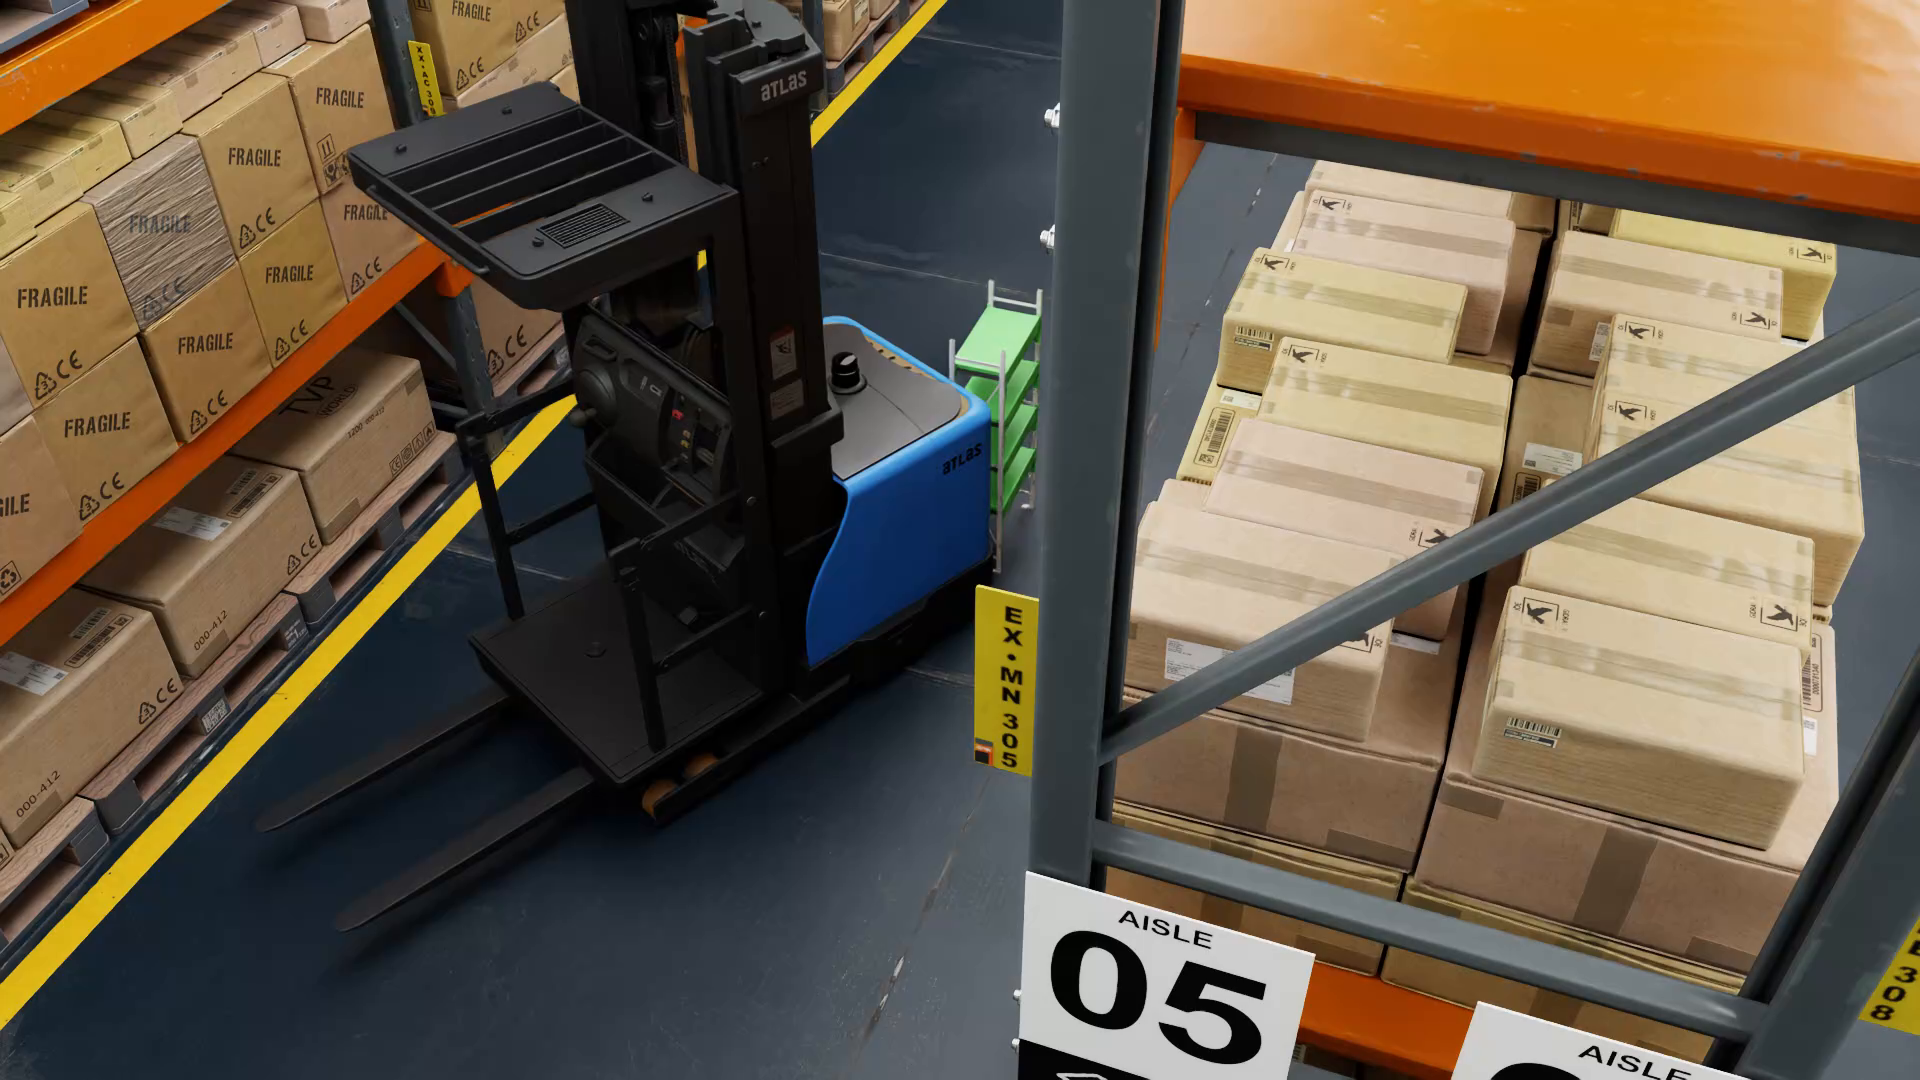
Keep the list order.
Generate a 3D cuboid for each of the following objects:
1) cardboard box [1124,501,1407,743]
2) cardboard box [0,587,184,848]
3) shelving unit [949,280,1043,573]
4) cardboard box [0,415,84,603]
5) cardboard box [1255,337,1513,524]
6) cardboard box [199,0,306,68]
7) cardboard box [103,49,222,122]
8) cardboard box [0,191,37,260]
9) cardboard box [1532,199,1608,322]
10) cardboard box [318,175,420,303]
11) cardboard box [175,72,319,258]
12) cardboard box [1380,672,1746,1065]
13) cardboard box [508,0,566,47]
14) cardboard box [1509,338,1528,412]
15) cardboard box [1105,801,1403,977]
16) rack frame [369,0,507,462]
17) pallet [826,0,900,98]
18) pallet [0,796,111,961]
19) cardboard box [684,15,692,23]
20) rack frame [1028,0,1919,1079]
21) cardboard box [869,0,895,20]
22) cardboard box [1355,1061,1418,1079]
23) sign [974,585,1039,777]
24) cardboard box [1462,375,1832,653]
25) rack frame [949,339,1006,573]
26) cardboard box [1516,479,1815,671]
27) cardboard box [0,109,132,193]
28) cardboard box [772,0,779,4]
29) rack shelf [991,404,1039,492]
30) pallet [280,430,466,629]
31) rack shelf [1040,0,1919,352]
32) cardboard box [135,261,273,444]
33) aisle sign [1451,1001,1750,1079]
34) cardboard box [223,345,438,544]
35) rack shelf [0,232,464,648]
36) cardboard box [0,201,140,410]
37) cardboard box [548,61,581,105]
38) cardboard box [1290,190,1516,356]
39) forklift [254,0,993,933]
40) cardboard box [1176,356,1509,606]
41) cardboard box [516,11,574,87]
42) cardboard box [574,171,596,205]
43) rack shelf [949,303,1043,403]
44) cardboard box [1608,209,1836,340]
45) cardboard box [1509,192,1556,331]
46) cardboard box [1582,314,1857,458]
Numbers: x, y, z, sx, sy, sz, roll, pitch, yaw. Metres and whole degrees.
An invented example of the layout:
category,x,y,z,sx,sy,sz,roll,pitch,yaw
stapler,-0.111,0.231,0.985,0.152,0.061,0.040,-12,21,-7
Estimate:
category,x,y,z,sx,sy,sz,roll,pitch,yaw
cardboard box,0.419,0.111,2.375,0.380,0.149,0.250,13,42,15
cardboard box,-3.668,0.598,6.342,0.875,0.438,0.875,14,43,16
shelving unit,0.155,-0.484,7.347,0.258,1.200,0.503,13,42,15
cardboard box,-3.333,-0.120,5.457,0.500,0.500,0.500,13,42,15
cardboard box,0.683,-0.175,2.709,0.380,0.149,0.250,12,42,14
cardboard box,-2.735,-1.942,6.322,0.380,0.149,0.250,14,43,16
cardboard box,-2.899,-1.634,5.960,0.380,0.149,0.250,13,42,15
cardboard box,-3.153,-0.989,5.205,0.380,0.149,0.250,12,42,14
cardboard box,1.509,-0.613,3.530,0.500,0.250,0.500,12,42,13
cardboard box,-2.655,-1.370,6.922,0.500,0.500,0.500,14,42,15
cardboard box,-2.820,-1.434,6.226,0.500,0.500,0.500,13,42,14
cardboard box,0.976,0.504,2.607,0.500,0.250,0.500,15,43,17
cardboard box,-2.168,-2.611,7.606,0.500,0.500,0.500,13,42,15
cardboard box,1.324,-0.134,3.354,0.500,0.250,0.500,12,42,14
cardboard box,0.489,0.384,2.746,0.500,0.250,0.500,12,42,14
rack frame,-2.737,-1.672,7.352,1.000,3.000,0.127,13,42,15
pallet,-1.100,-3.527,11.675,1.003,0.211,1.213,13,42,15
pallet,-3.904,1.323,5.990,1.003,0.211,1.213,13,42,15
cardboard box,-1.645,-3.070,9.106,0.500,0.250,0.500,13,42,15
rack frame,0.582,-0.478,1.330,1.000,3.000,0.127,13,42,15
cardboard box,-0.921,-4.066,11.859,0.950,0.372,0.625,13,42,14
cardboard box,0.985,1.058,3.076,0.500,0.500,0.500,13,42,15
sign,0.067,0.191,2.175,0.100,0.325,0.005,13,42,15
cardboard box,1.154,0.002,2.810,0.500,0.250,0.500,13,42,15
rack frame,0.072,-0.336,7.172,0.240,1.200,0.015,13,42,15
cardboard box,1.010,0.080,2.411,0.380,0.149,0.250,15,43,17
cardboard box,-3.039,-1.313,5.584,0.380,0.149,0.250,12,42,14
cardboard box,-1.683,-3.060,10.293,0.875,0.875,0.875,13,42,15
rack shelf,0.155,-0.436,7.388,0.258,0.148,0.480,13,42,15
pallet,-3.070,-0.165,7.734,1.003,0.211,1.213,13,42,15
rack shelf,1.266,-1.422,2.994,1.077,0.370,4.000,13,42,15
cardboard box,-2.984,-0.746,6.189,0.500,0.500,0.500,13,42,14
aisle sign,0.839,0.927,2.303,0.394,0.787,0.004,13,42,15
cardboard box,-3.052,-0.498,7.627,0.875,0.438,0.875,13,42,14
rack shelf,-3.420,-0.179,6.156,1.077,0.370,4.000,13,42,15
cardboard box,-3.164,-0.817,5.503,0.500,0.500,0.500,13,42,15
cardboard box,-2.162,-2.141,8.017,0.500,0.250,0.500,12,42,14
cardboard box,0.815,-0.501,3.092,0.380,0.149,0.250,12,42,14
forklift,-1.277,-0.413,5.930,3.031,2.935,1.130,-31,49,-31
cardboard box,0.674,-0.119,2.952,0.500,0.250,0.500,12,42,14
cardboard box,-2.169,-2.335,7.860,0.500,0.250,0.500,14,42,16
cardboard box,-2.298,-1.972,9.017,0.875,0.875,0.875,14,43,16
rack shelf,0.155,-0.801,7.077,0.258,0.148,0.480,13,42,15
cardboard box,1.424,-0.538,3.135,0.380,0.149,0.250,15,43,16
cardboard box,1.035,-0.736,3.675,0.500,0.250,0.500,12,42,13
cardboard box,1.256,-0.217,2.759,0.380,0.149,0.250,14,42,16
